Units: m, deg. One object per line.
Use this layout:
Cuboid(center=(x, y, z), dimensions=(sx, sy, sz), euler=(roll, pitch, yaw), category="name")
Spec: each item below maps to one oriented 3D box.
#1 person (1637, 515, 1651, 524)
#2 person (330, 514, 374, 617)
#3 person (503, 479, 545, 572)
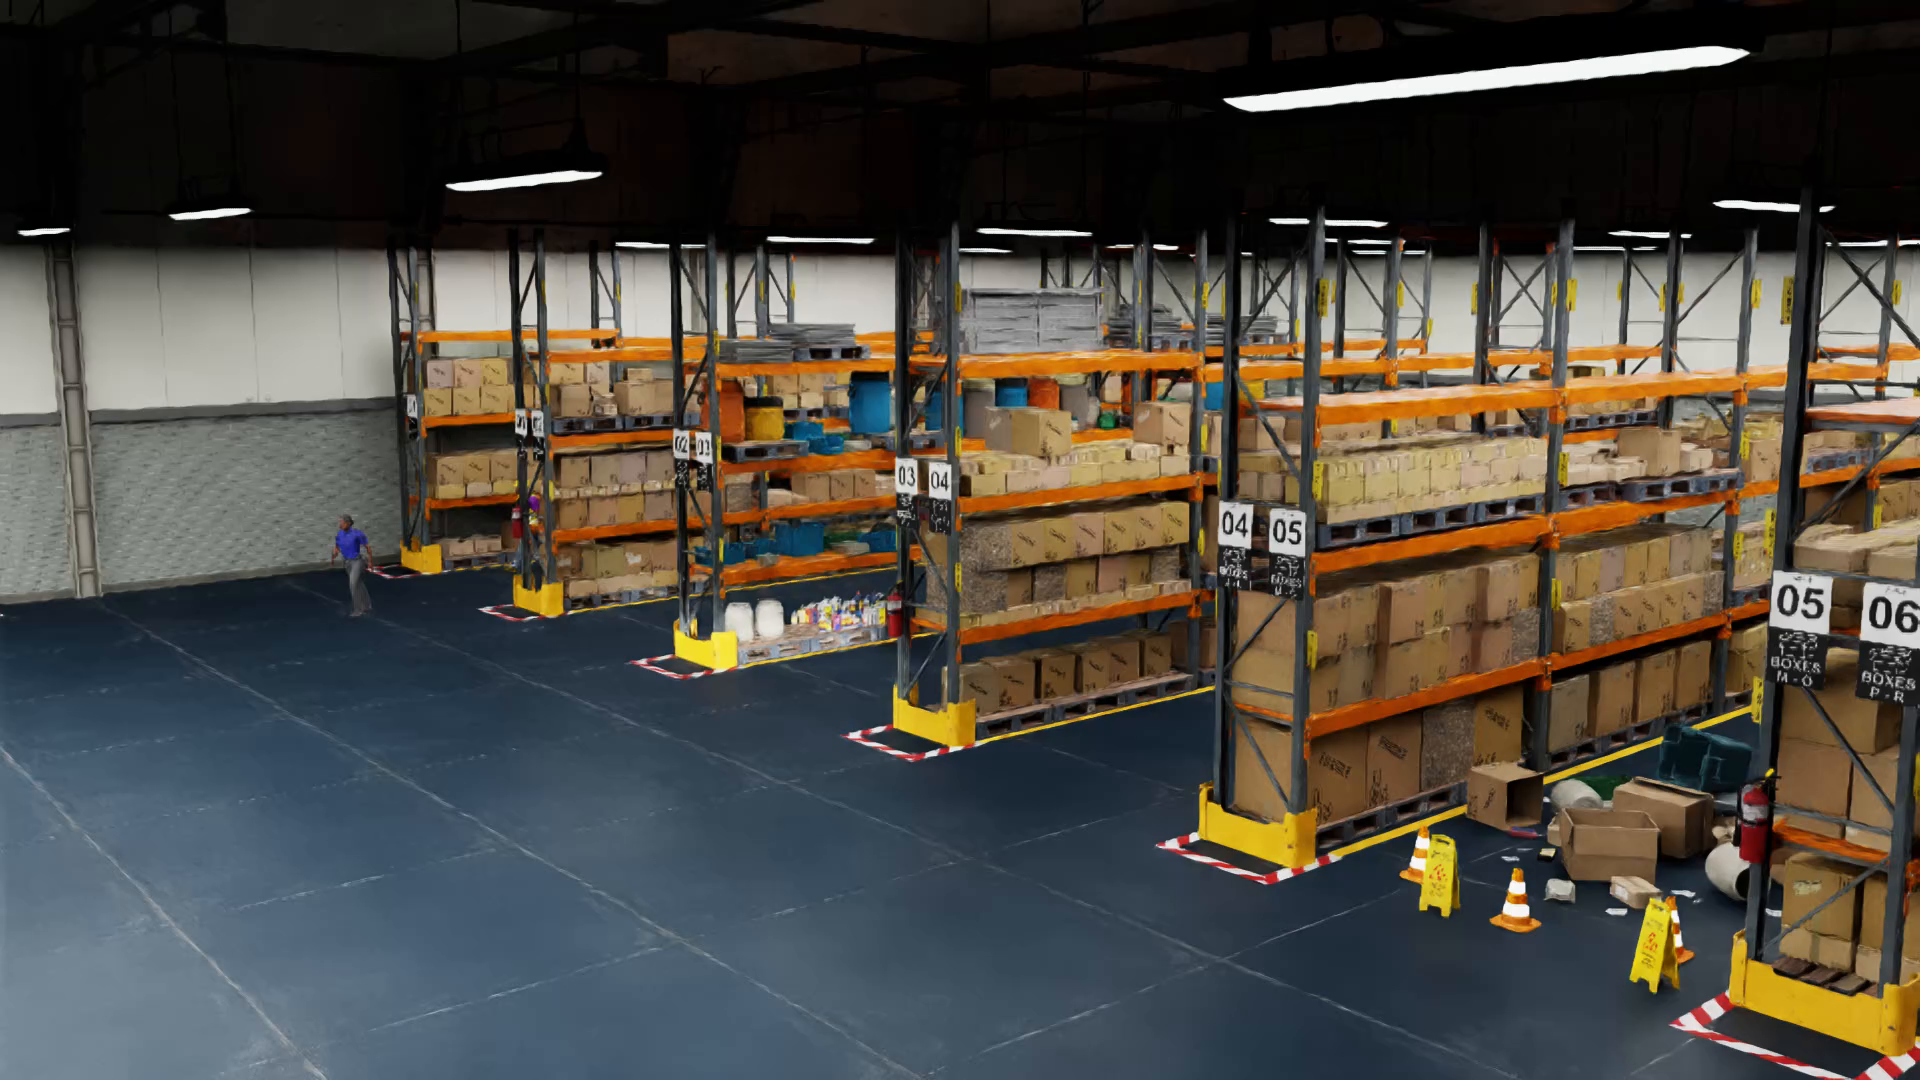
Cuboid(center=(10.664, 0.399, 25.895), dimensions=(0.512, 1.632, 0.639), euler=(-8, 12, -42), category="person")
Cuboid(center=(-9.488, 0.376, 26.089), dimensions=(0.608, 1.592, 0.764), euler=(5, 10, 28), category="person")
Cuboid(center=(-7.859, -0.302, 30.125), dimensions=(1.121, 1.691, 0.577), euler=(-7, 11, -37), category="person")
